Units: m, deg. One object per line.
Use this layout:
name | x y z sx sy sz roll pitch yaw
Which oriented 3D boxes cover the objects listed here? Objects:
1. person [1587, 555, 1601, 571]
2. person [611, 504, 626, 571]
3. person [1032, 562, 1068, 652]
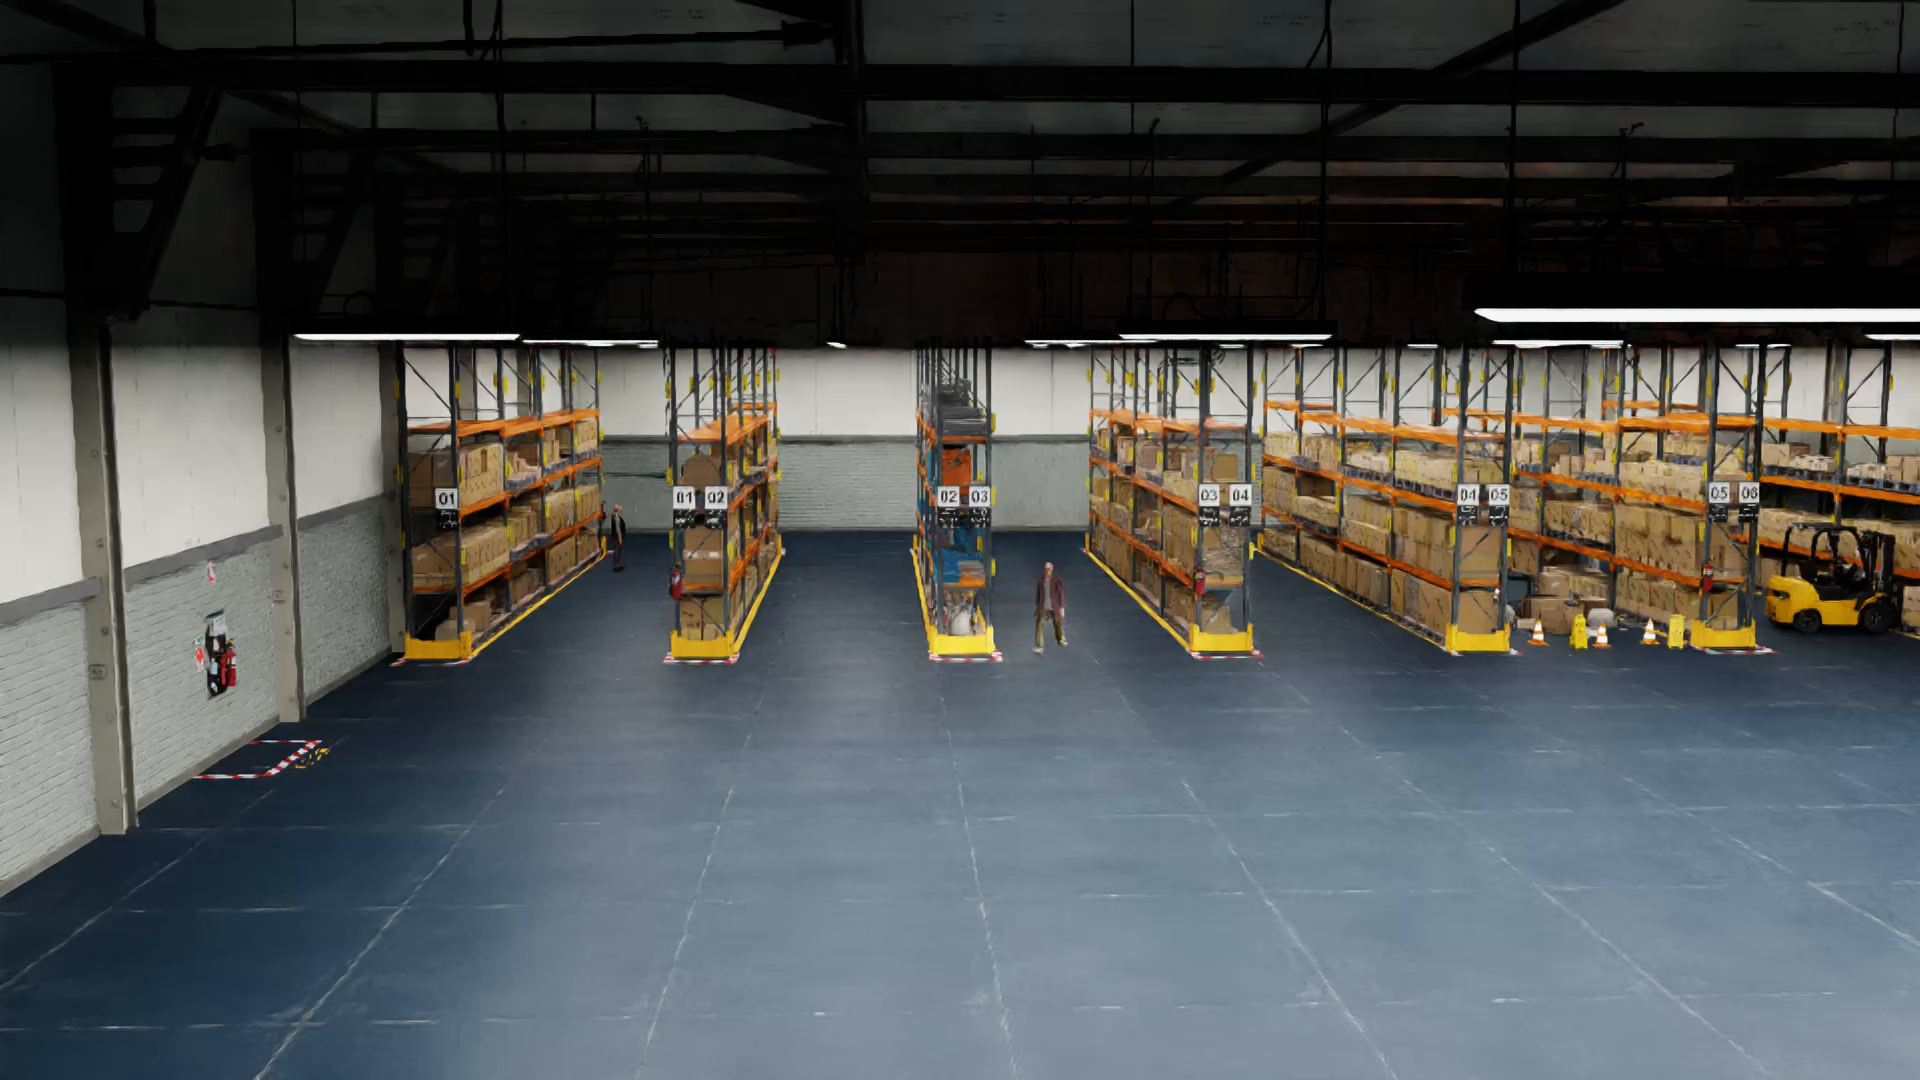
person | 16.379 -0.032 42.741 0.522 1.787 0.652 -3 7 -24
person | -8.909 -0.068 43.343 0.376 1.732 0.593 -2 7 -17
person | 1.729 1.260 31.825 0.634 1.722 1.045 2 7 17
